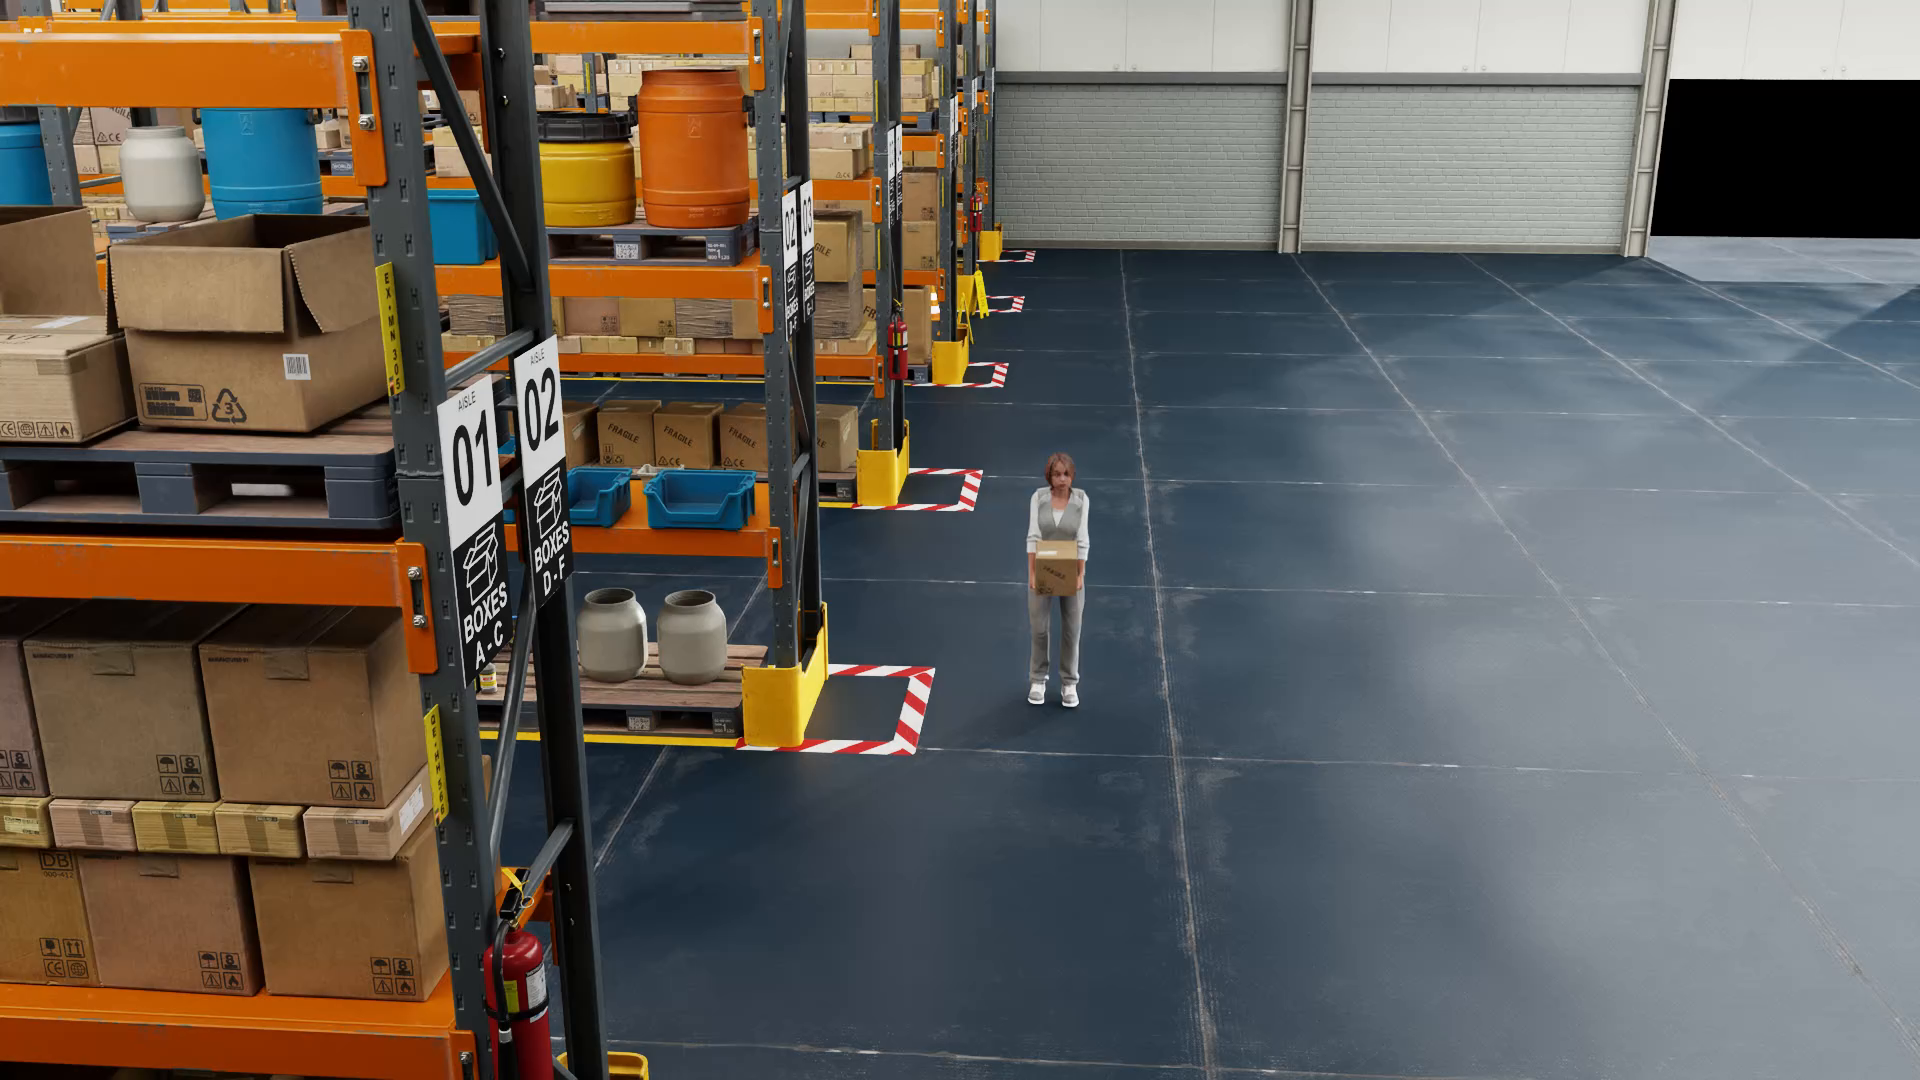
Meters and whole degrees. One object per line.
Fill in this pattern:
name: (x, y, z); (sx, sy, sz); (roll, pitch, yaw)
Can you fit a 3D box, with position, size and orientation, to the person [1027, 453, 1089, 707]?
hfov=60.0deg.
person: (0.600, 0.264, 10.252); (0.383, 1.599, 0.494); (1, 18, 4)
